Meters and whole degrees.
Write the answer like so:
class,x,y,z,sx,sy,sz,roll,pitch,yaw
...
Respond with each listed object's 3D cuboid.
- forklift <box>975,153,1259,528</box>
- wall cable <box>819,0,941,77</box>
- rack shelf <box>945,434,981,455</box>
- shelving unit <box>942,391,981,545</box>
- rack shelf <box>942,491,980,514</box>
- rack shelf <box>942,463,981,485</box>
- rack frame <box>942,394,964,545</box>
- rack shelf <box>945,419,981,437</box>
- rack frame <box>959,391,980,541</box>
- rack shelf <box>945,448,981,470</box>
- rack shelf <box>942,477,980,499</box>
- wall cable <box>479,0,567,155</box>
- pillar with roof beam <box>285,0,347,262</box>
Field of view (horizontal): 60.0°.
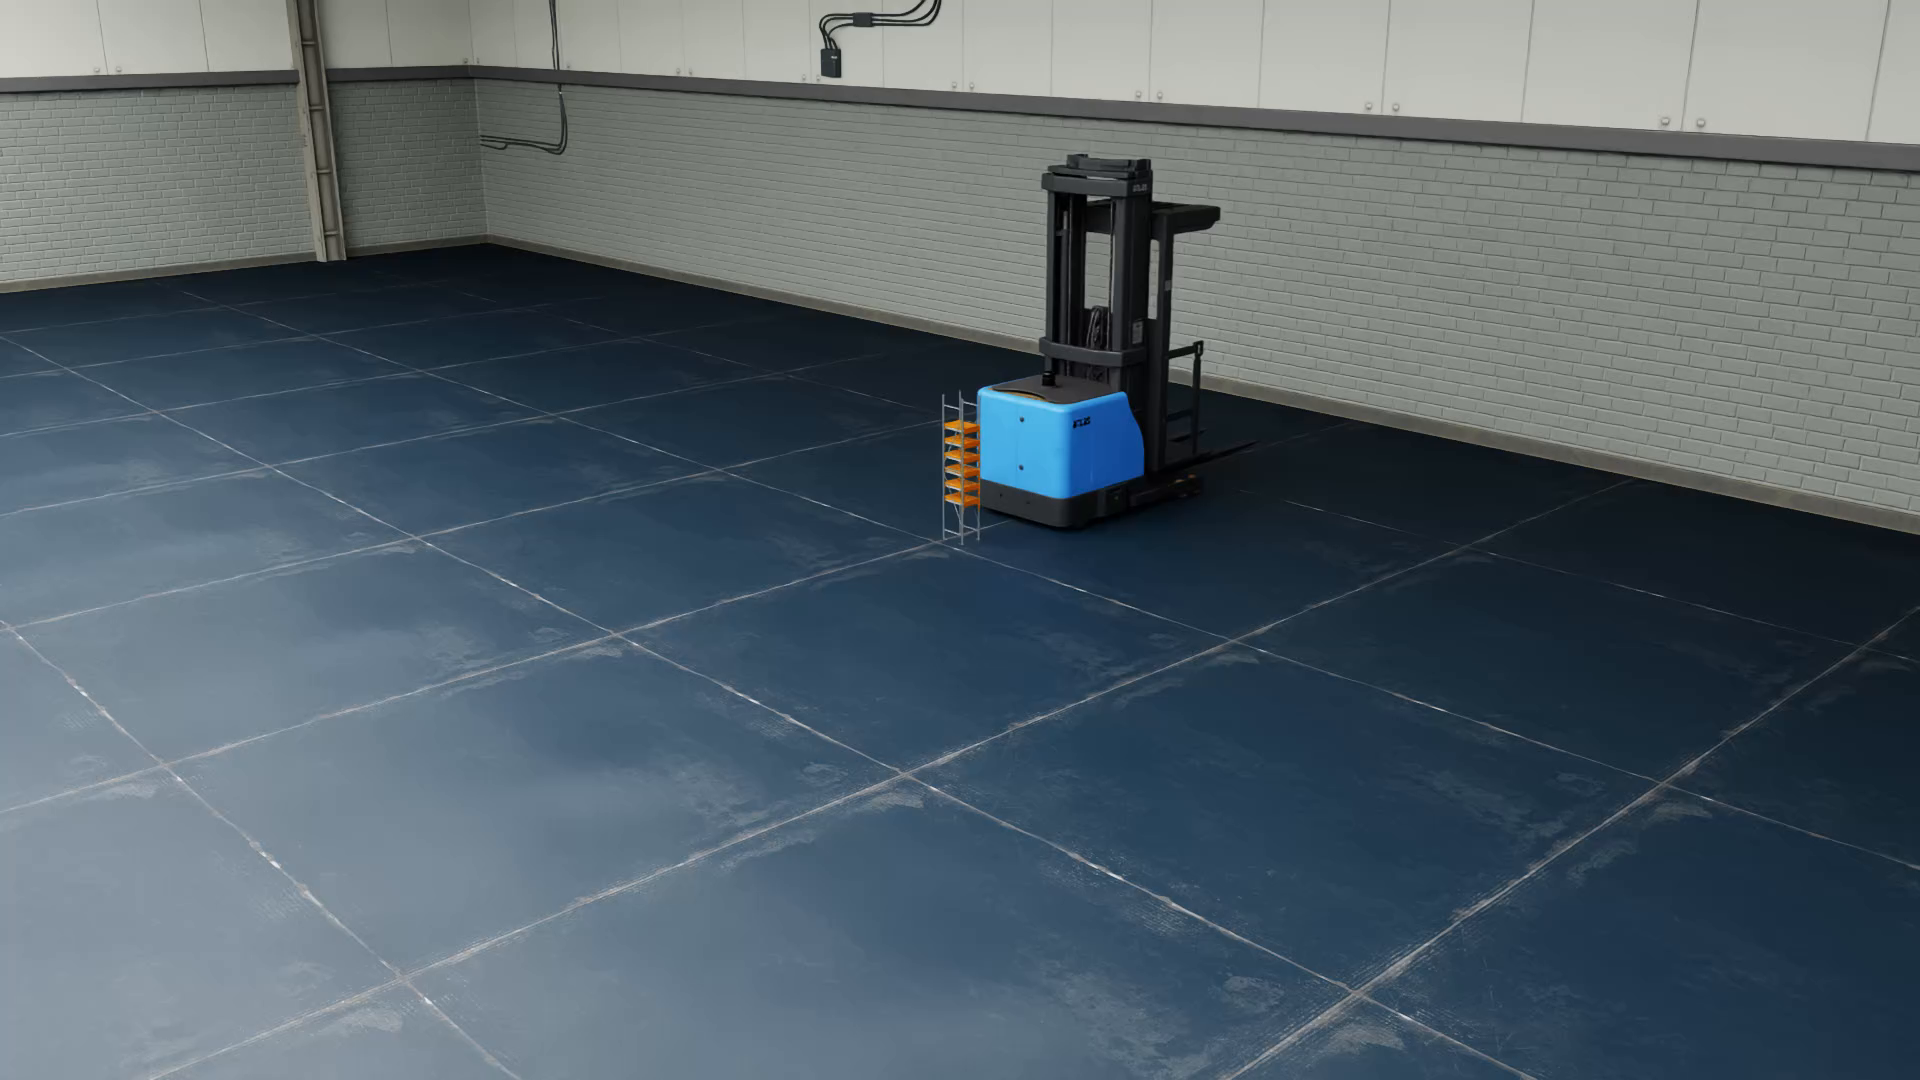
class,x,y,z,sx,sy,sz,roll,pitch,yaw
forklift,1.521,-1.862,14.475,1.130,2.935,3.031,17,24,42
wall cable,-1.043,-8.820,20.583,0.169,6.003,2.305,-16,24,-41
rack shelf,0.011,-0.760,13.249,0.180,0.103,0.258,-16,24,-41
shelving unit,0.011,-0.574,13.309,0.189,1.200,0.258,-16,24,-41
rack shelf,0.011,-0.303,13.397,0.180,0.103,0.258,-16,24,-41
rack shelf,0.011,-0.532,13.323,0.180,0.103,0.258,-16,24,-41
rack frame,-0.056,-0.554,13.249,0.006,1.200,0.240,-16,24,-41
rack shelf,0.011,-0.874,13.212,0.180,0.103,0.258,-16,24,-41
rack frame,0.077,-0.593,13.369,0.006,1.200,0.240,-16,24,-41
rack shelf,0.011,-0.646,13.286,0.180,0.103,0.258,-16,24,-41
rack shelf,0.011,-0.417,13.360,0.180,0.103,0.258,-16,24,-41
wall cable,-7.554,-7.856,28.159,0.112,2.526,3.097,-16,24,-41
pillar with roof beam,-7.646,-8.040,23.693,0.400,9.000,9.100,-16,24,-41
